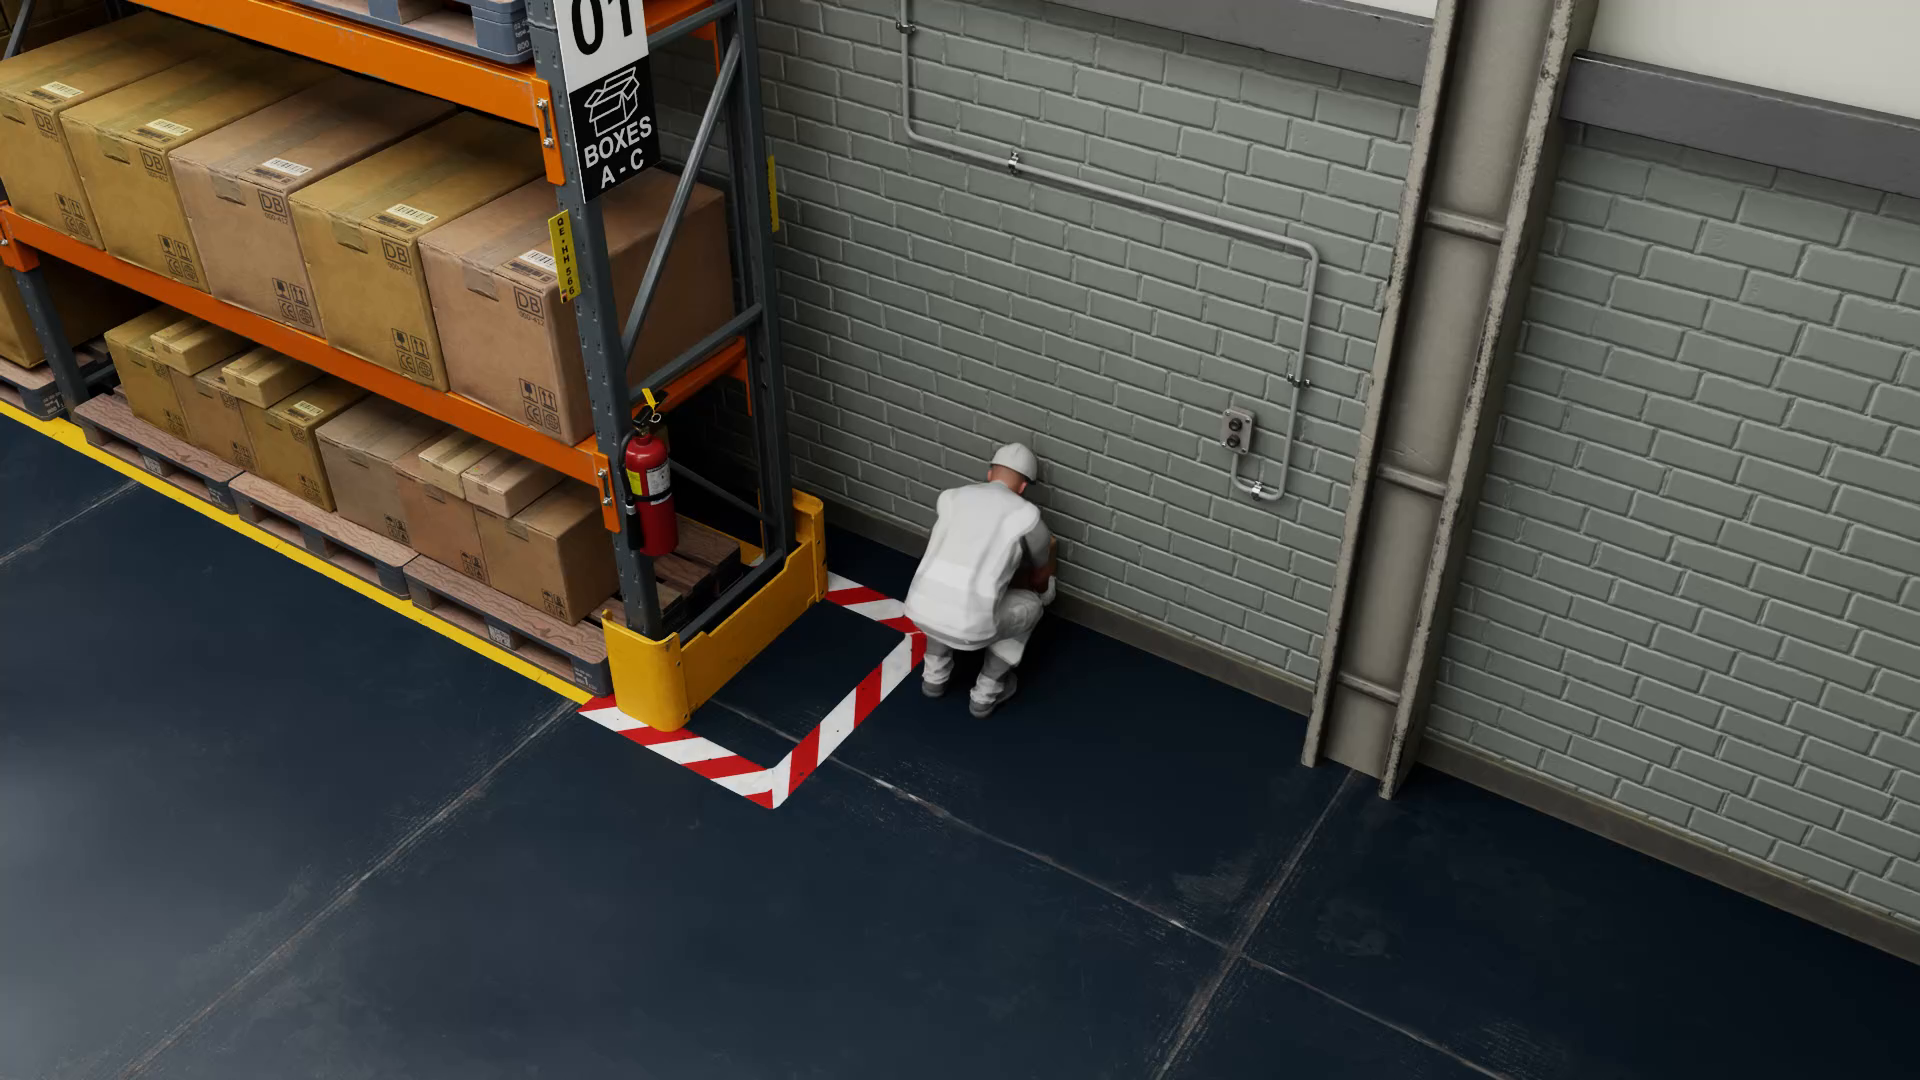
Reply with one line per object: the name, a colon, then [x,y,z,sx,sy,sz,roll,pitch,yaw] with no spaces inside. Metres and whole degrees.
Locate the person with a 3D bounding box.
person: [0.103,0.180,7.091,0.539,0.981,0.937,19,42,22]
